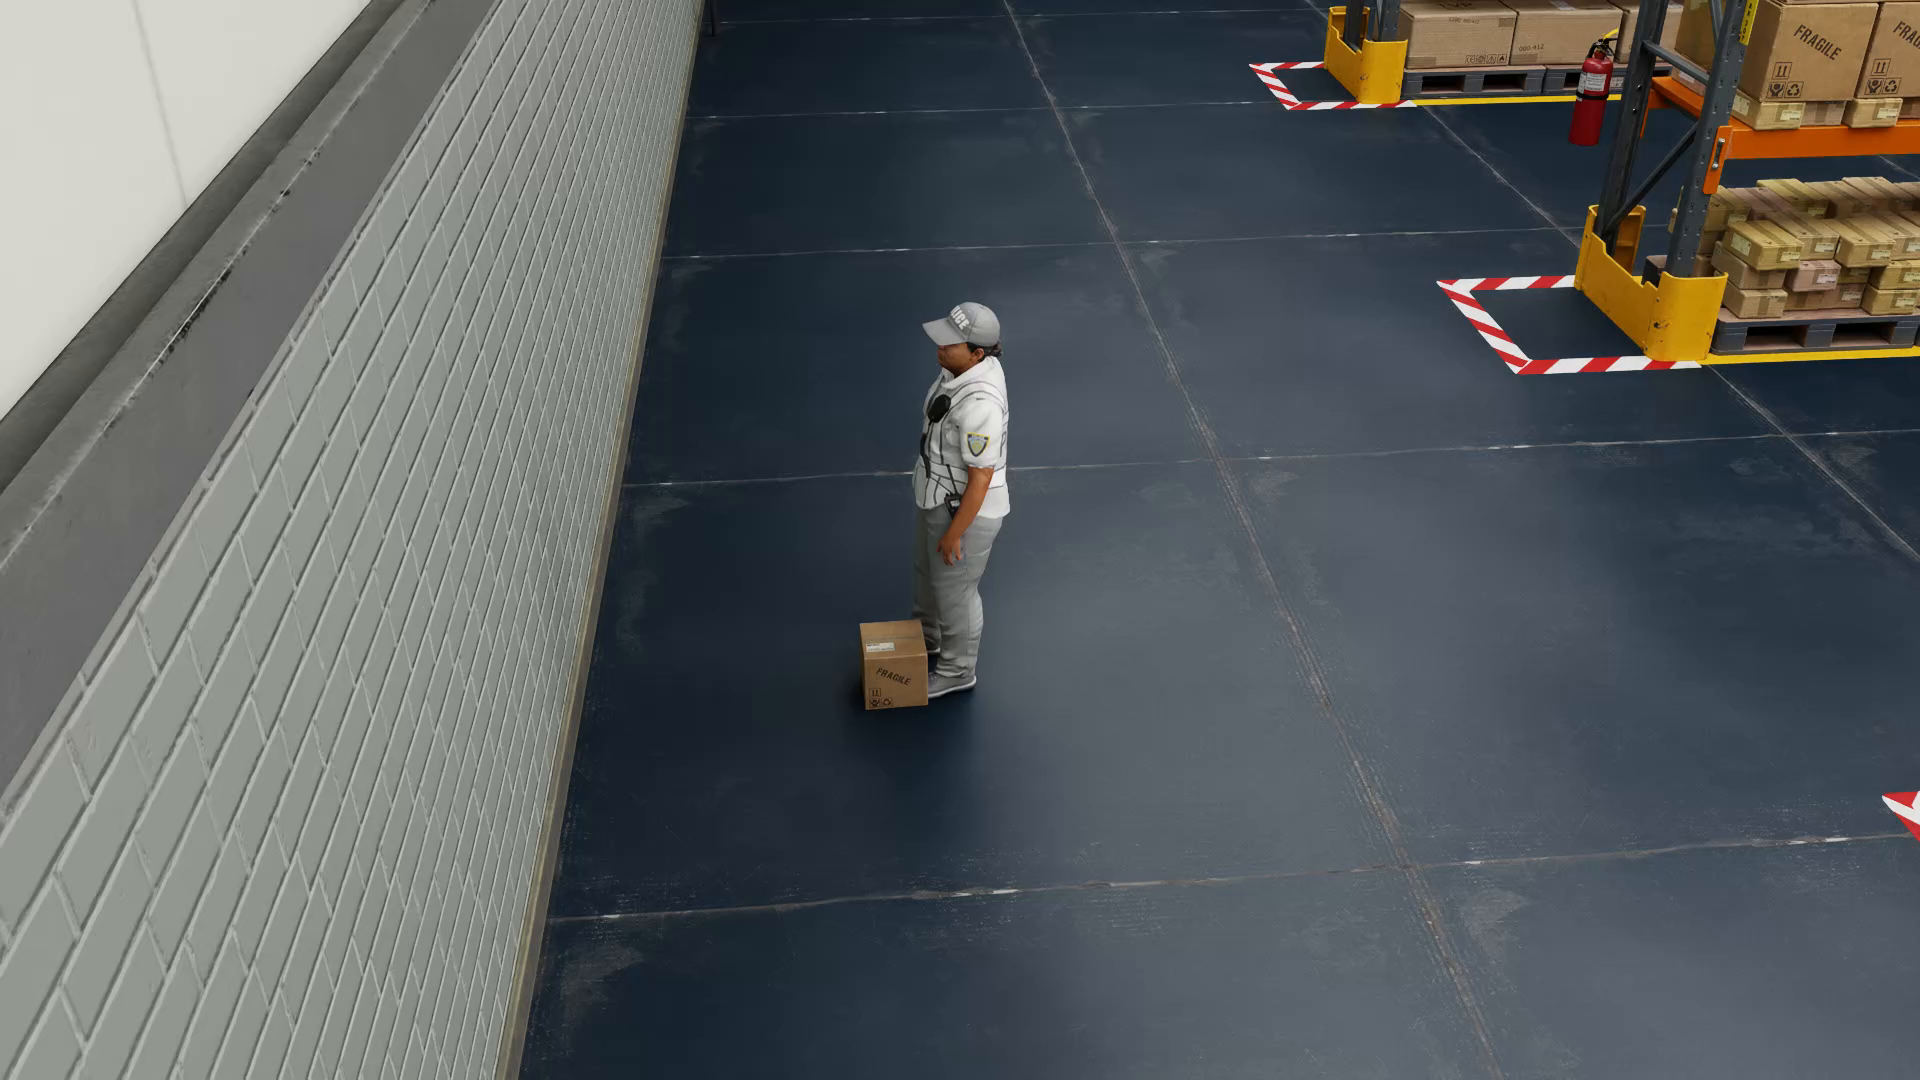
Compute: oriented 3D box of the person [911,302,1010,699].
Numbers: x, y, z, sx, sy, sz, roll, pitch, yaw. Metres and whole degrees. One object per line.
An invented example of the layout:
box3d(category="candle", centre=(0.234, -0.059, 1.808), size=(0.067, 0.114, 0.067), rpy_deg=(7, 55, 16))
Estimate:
box3d(category="person", centre=(-0.084, -0.144, 6.348), size=(0.529, 1.670, 0.599), rpy_deg=(-3, 31, -4))
